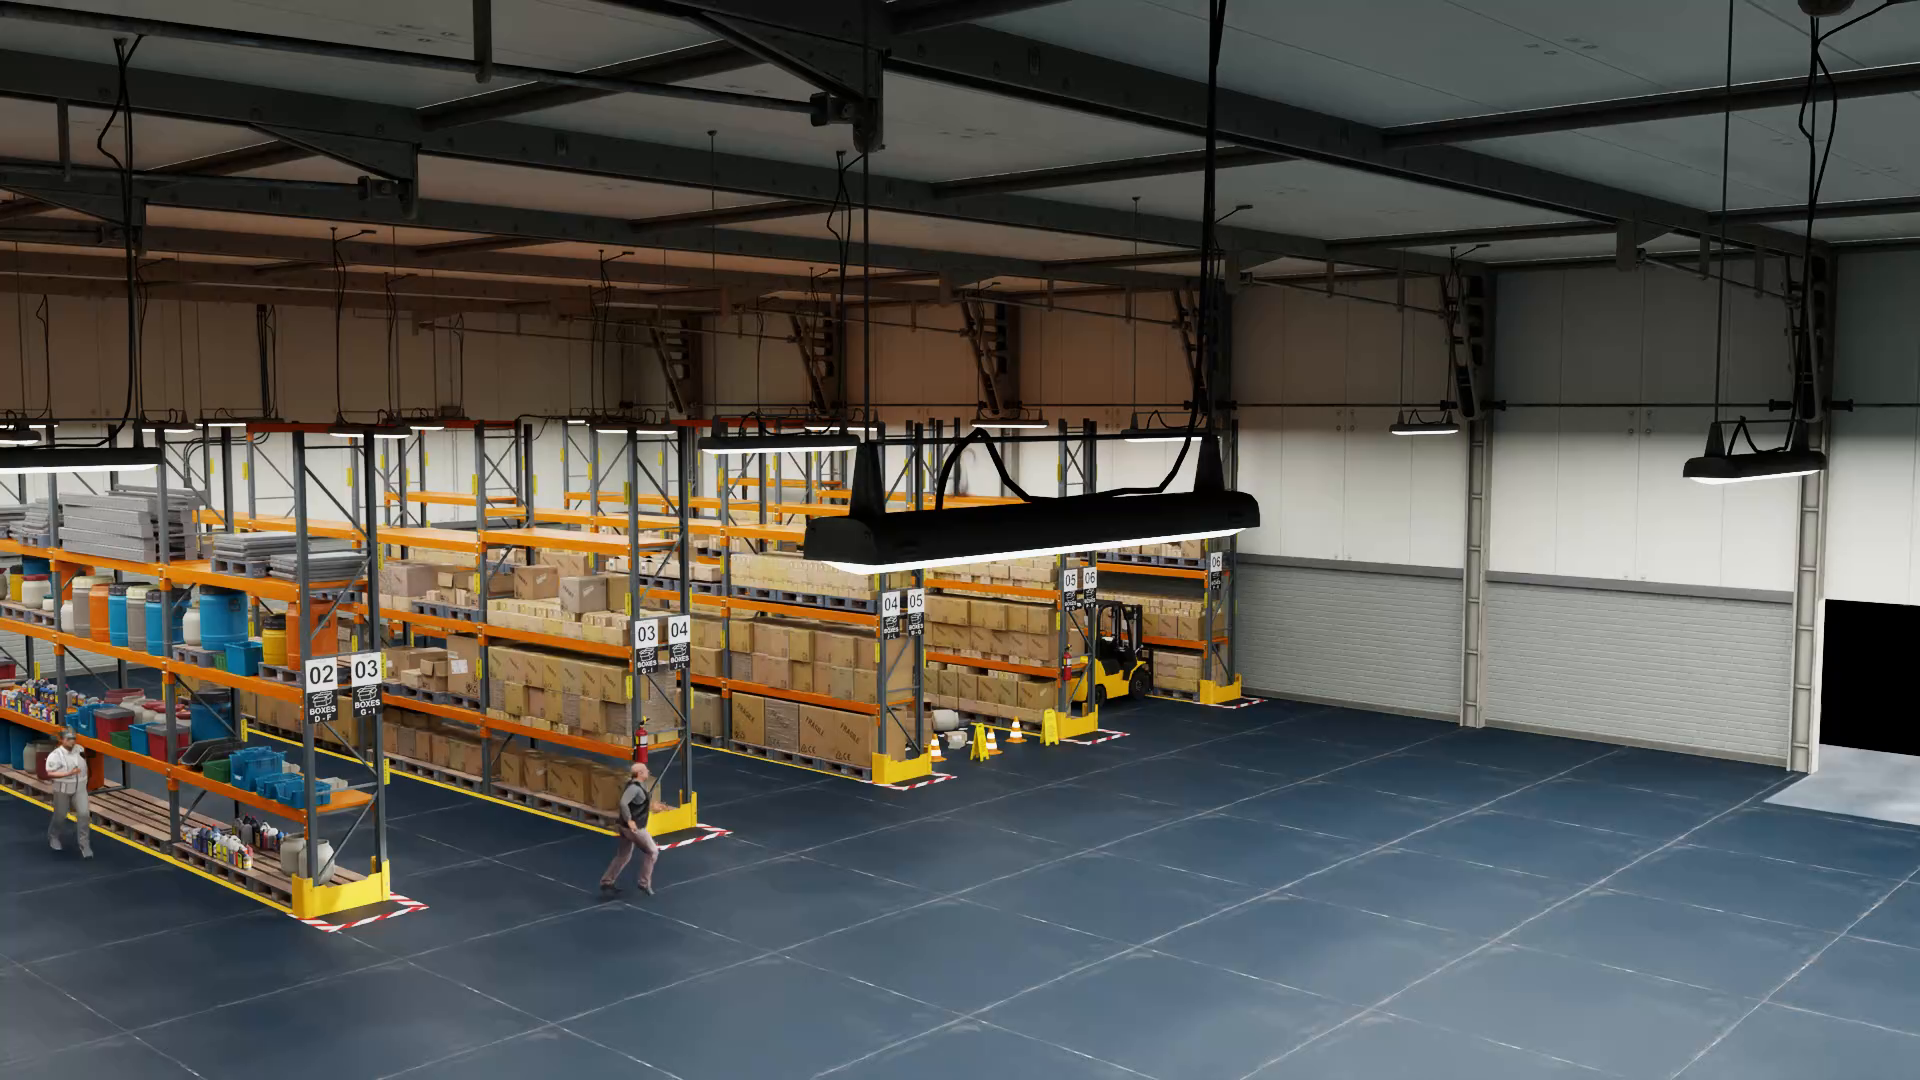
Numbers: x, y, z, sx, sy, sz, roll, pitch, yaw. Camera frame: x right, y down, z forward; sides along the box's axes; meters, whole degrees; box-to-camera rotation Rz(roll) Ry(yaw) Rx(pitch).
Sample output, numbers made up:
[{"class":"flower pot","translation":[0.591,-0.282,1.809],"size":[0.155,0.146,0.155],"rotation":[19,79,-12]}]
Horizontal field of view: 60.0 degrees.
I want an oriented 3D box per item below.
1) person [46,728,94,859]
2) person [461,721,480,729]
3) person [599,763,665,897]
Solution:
[{"class":"person","translation":[-12.526,3.523,23.353],"size":[0.915,1.816,0.641],"rotation":[4,6,37]},{"class":"person","translation":[-9.534,2.827,32.455],"size":[0.835,1.737,0.581],"rotation":[2,5,27]},{"class":"person","translation":[-4.201,3.842,21.417],"size":[0.871,1.584,0.596],"rotation":[-2,5,-24]}]
